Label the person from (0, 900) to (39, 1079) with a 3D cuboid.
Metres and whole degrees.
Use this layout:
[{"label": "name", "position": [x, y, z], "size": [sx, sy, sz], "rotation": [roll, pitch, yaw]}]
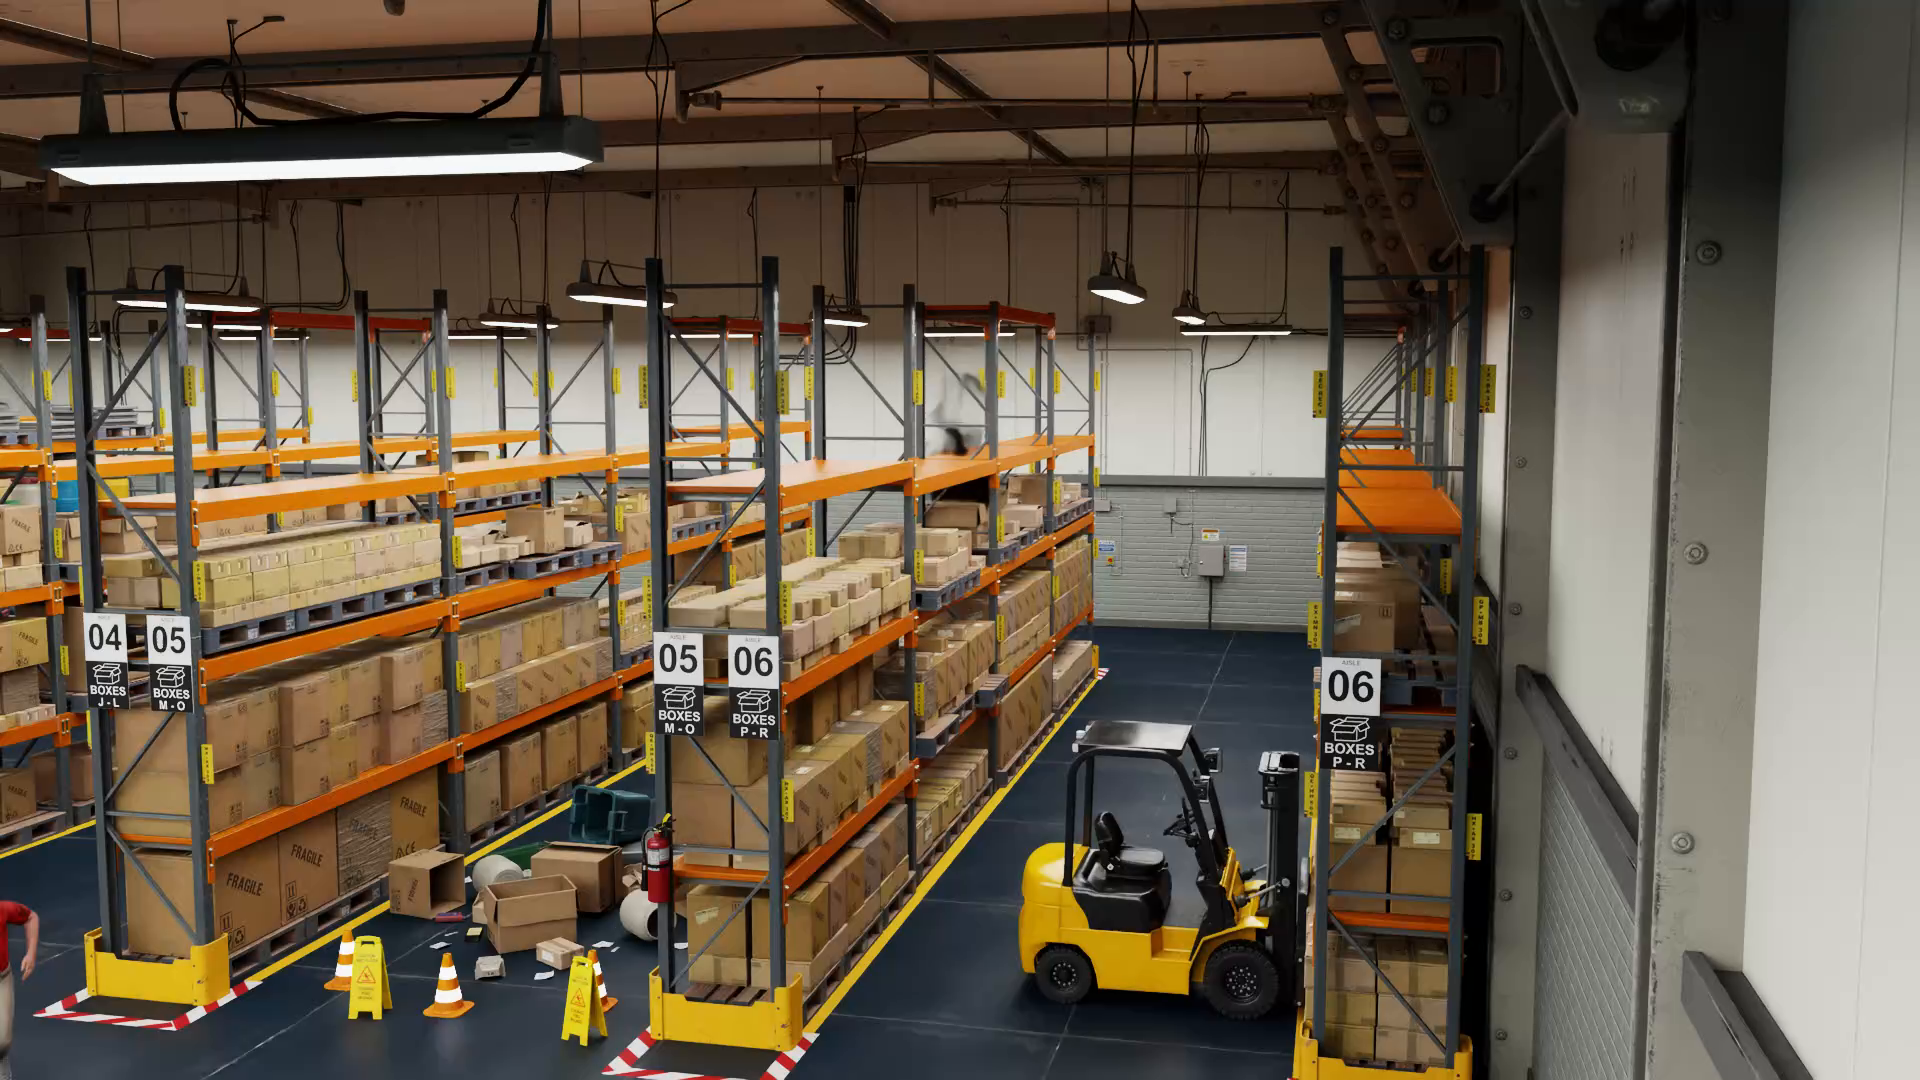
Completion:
[{"label": "person", "position": [-6.834, 3.149, 11.620], "size": [0.687, 1.681, 0.769], "rotation": [-2, 6, -23]}]
